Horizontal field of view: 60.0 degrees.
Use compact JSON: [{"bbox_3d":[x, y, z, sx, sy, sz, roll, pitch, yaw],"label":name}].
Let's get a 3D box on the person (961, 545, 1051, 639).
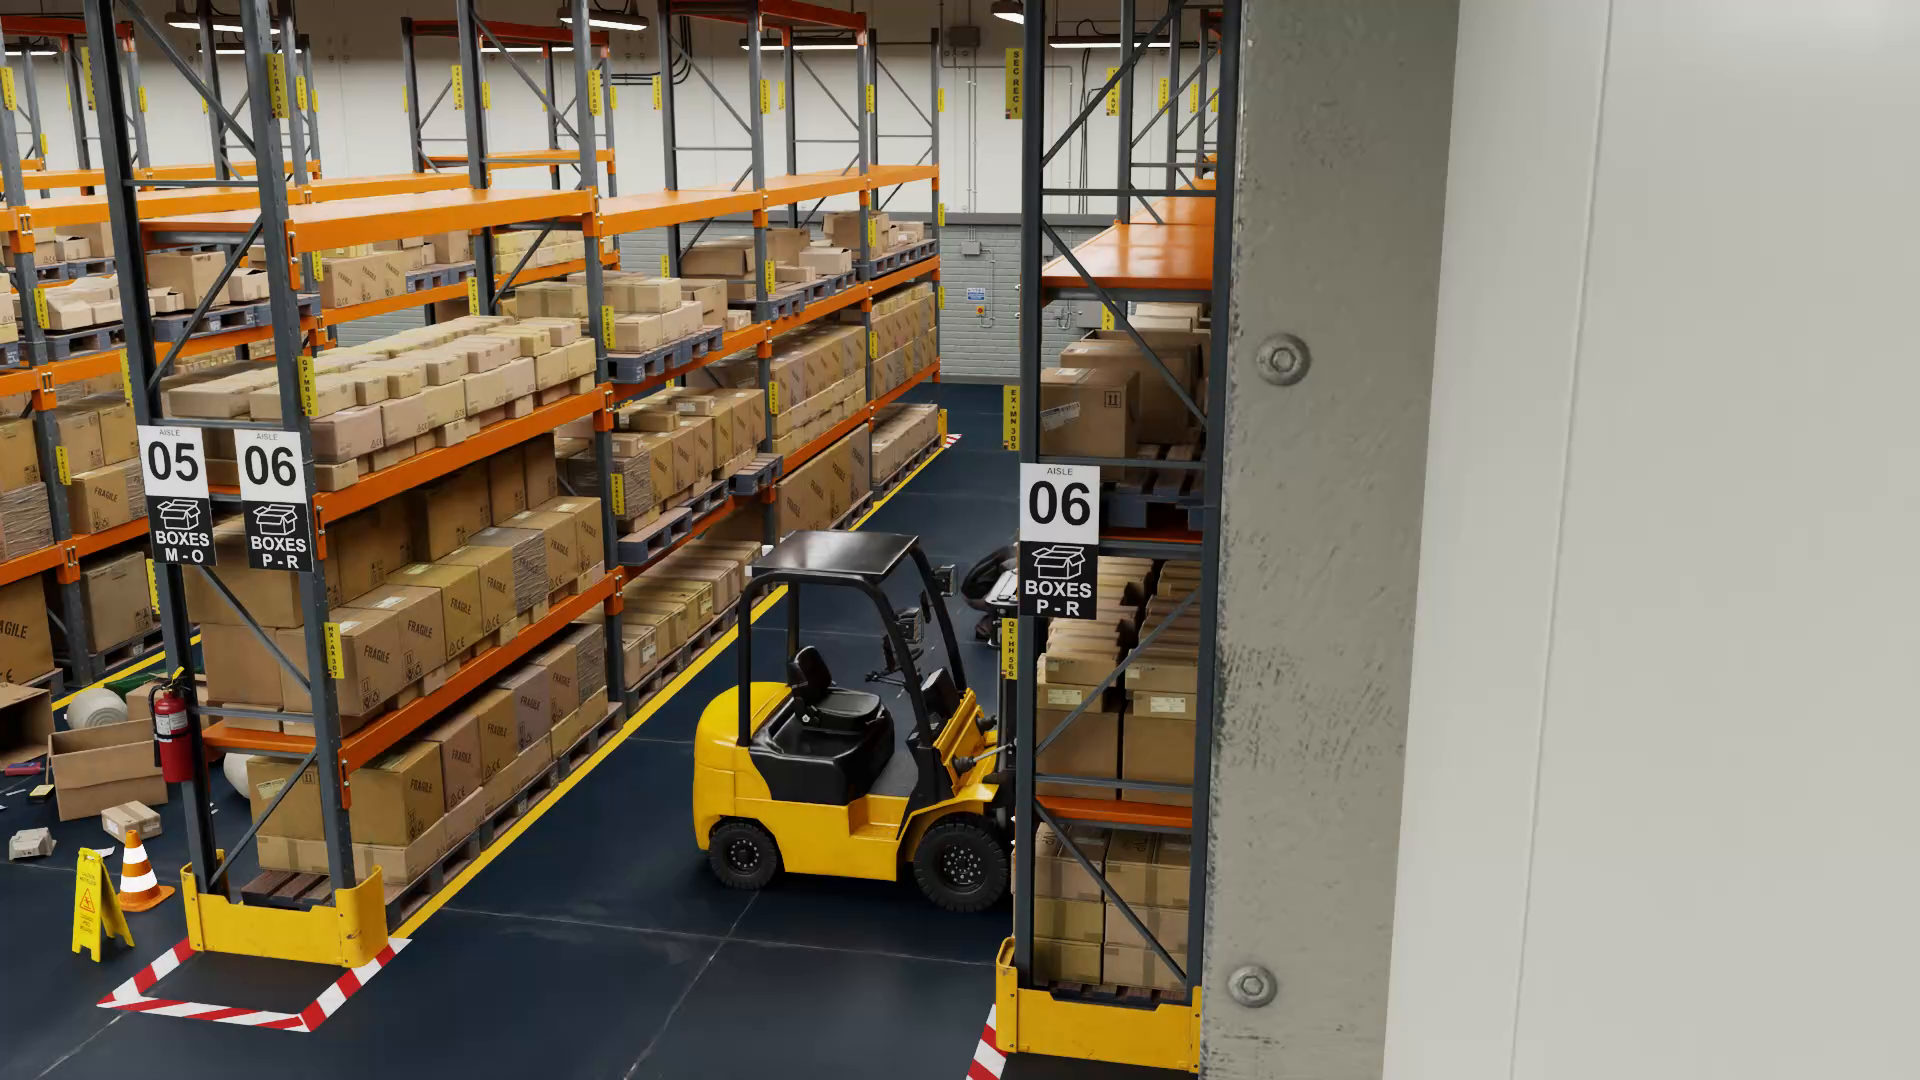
[{"bbox_3d":[0.456,0.448,15.865,0.874,0.963,0.540,3,15,11],"label":"person"}]
